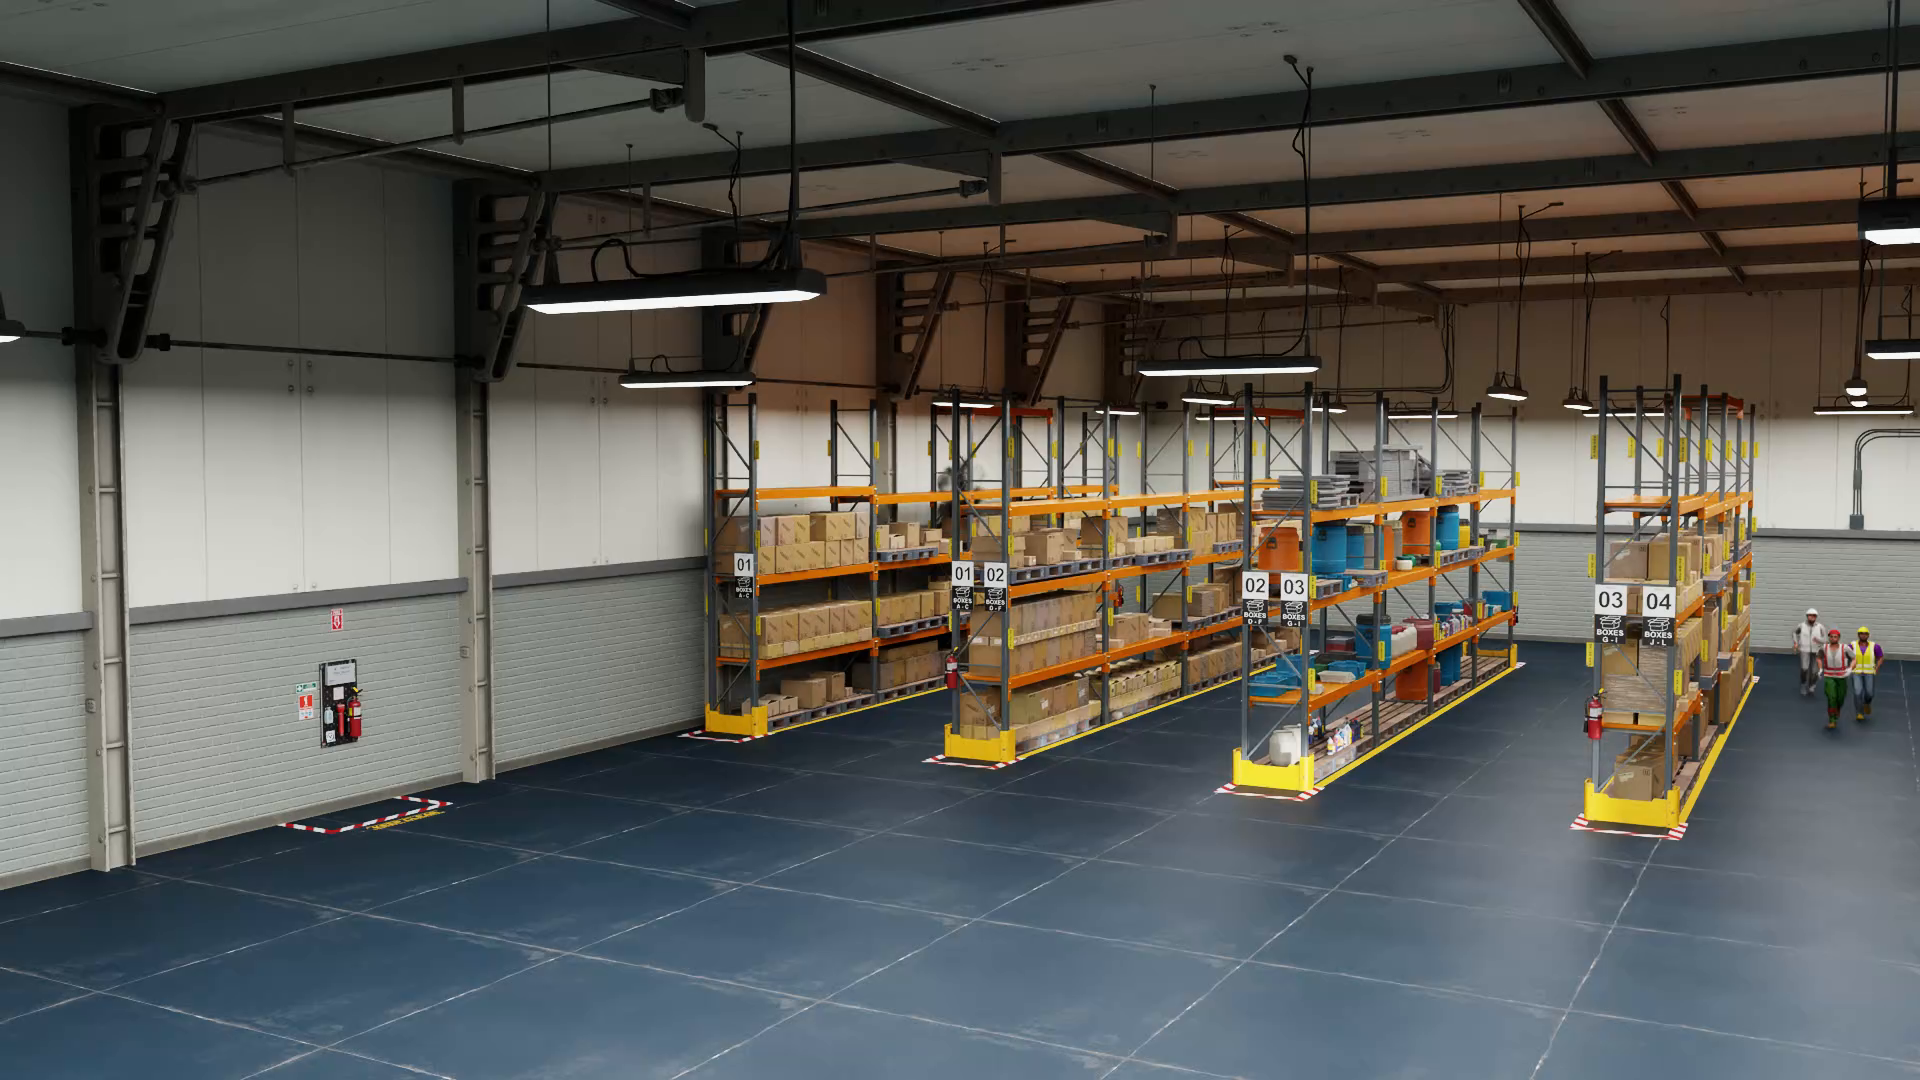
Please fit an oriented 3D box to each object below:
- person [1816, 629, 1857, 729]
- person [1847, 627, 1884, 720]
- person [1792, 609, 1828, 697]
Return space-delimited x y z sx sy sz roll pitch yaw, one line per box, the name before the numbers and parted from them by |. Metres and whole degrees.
person | 15.832 2.491 30.053 0.657 1.781 0.774 2 4 32
person | 16.764 2.474 30.895 0.697 1.716 0.606 1 3 26
person | 17.304 2.293 33.856 0.635 1.793 0.719 1 3 22
